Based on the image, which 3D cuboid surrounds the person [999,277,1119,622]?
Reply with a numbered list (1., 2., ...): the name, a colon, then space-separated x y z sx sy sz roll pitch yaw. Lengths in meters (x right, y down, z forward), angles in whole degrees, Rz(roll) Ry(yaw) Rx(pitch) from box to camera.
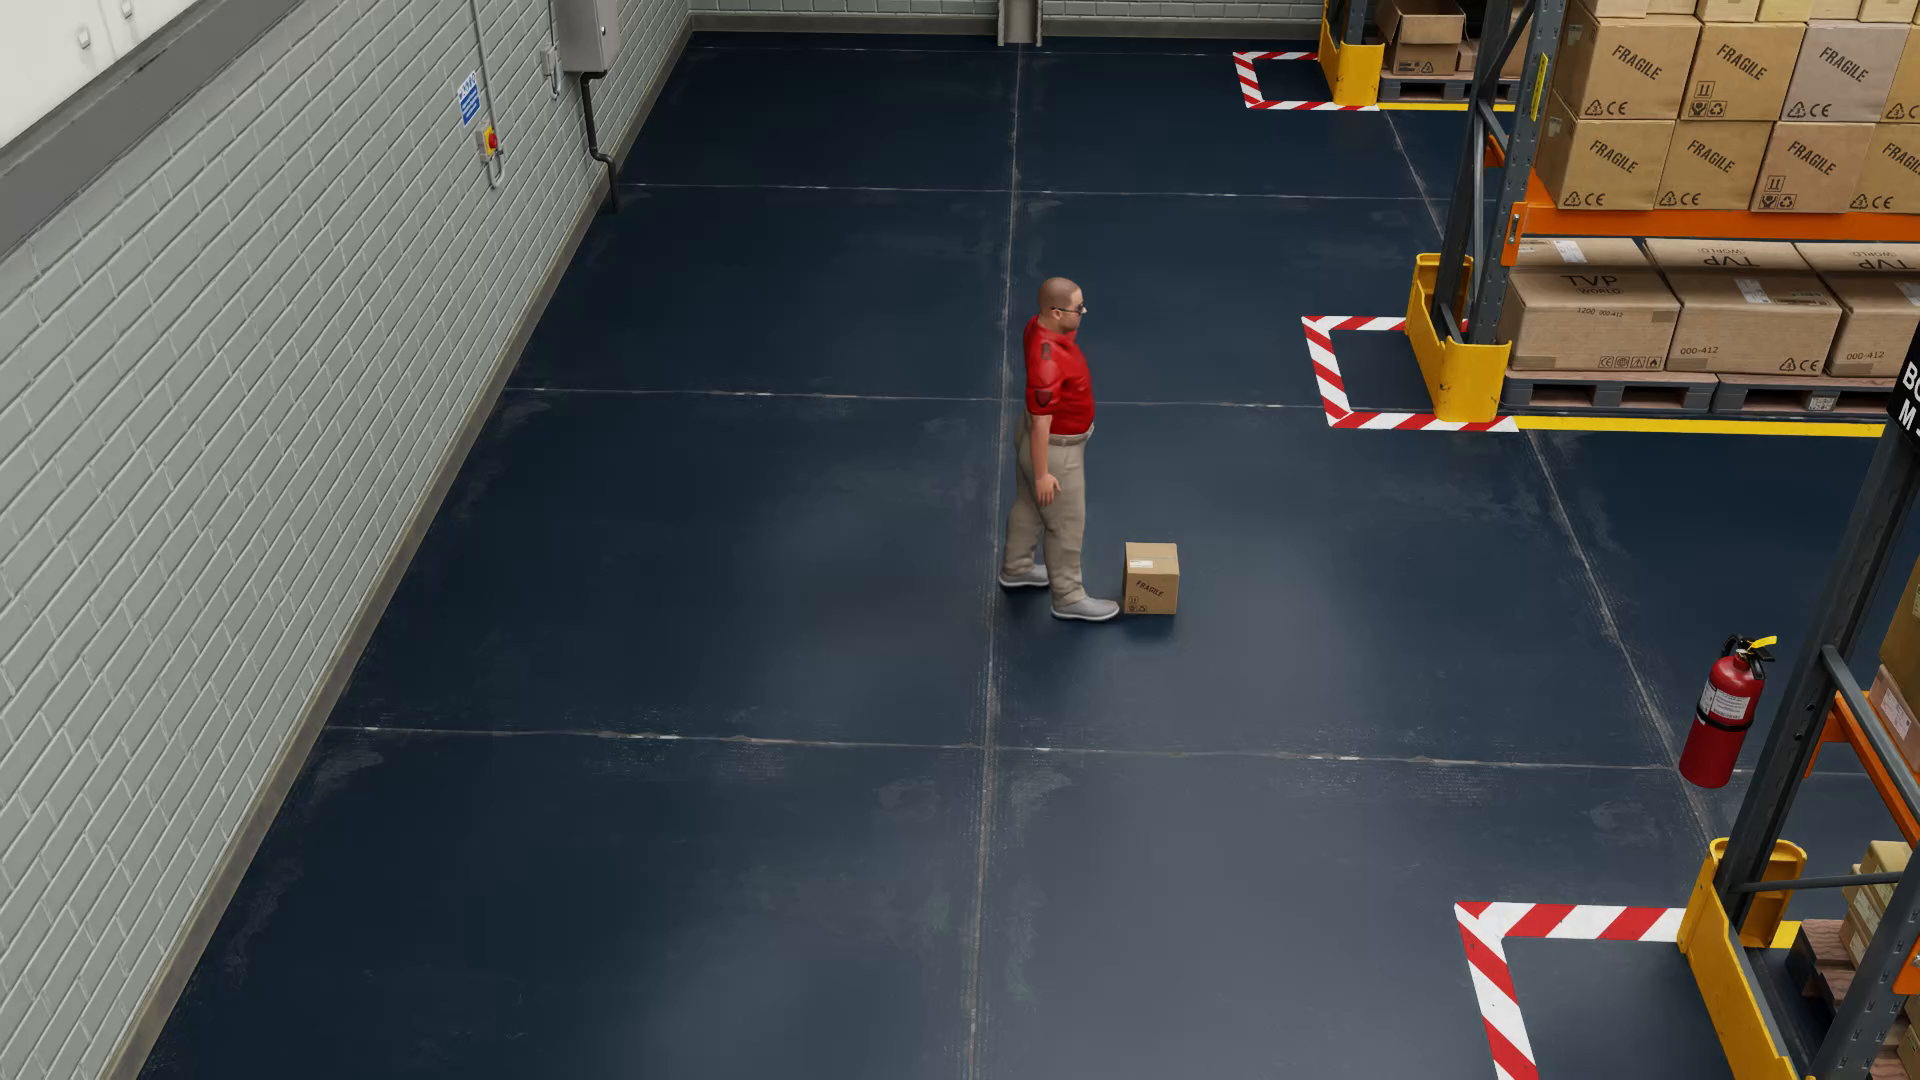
1. person: 0.482 -0.432 7.721 0.564 1.728 0.563 -2 36 -3
